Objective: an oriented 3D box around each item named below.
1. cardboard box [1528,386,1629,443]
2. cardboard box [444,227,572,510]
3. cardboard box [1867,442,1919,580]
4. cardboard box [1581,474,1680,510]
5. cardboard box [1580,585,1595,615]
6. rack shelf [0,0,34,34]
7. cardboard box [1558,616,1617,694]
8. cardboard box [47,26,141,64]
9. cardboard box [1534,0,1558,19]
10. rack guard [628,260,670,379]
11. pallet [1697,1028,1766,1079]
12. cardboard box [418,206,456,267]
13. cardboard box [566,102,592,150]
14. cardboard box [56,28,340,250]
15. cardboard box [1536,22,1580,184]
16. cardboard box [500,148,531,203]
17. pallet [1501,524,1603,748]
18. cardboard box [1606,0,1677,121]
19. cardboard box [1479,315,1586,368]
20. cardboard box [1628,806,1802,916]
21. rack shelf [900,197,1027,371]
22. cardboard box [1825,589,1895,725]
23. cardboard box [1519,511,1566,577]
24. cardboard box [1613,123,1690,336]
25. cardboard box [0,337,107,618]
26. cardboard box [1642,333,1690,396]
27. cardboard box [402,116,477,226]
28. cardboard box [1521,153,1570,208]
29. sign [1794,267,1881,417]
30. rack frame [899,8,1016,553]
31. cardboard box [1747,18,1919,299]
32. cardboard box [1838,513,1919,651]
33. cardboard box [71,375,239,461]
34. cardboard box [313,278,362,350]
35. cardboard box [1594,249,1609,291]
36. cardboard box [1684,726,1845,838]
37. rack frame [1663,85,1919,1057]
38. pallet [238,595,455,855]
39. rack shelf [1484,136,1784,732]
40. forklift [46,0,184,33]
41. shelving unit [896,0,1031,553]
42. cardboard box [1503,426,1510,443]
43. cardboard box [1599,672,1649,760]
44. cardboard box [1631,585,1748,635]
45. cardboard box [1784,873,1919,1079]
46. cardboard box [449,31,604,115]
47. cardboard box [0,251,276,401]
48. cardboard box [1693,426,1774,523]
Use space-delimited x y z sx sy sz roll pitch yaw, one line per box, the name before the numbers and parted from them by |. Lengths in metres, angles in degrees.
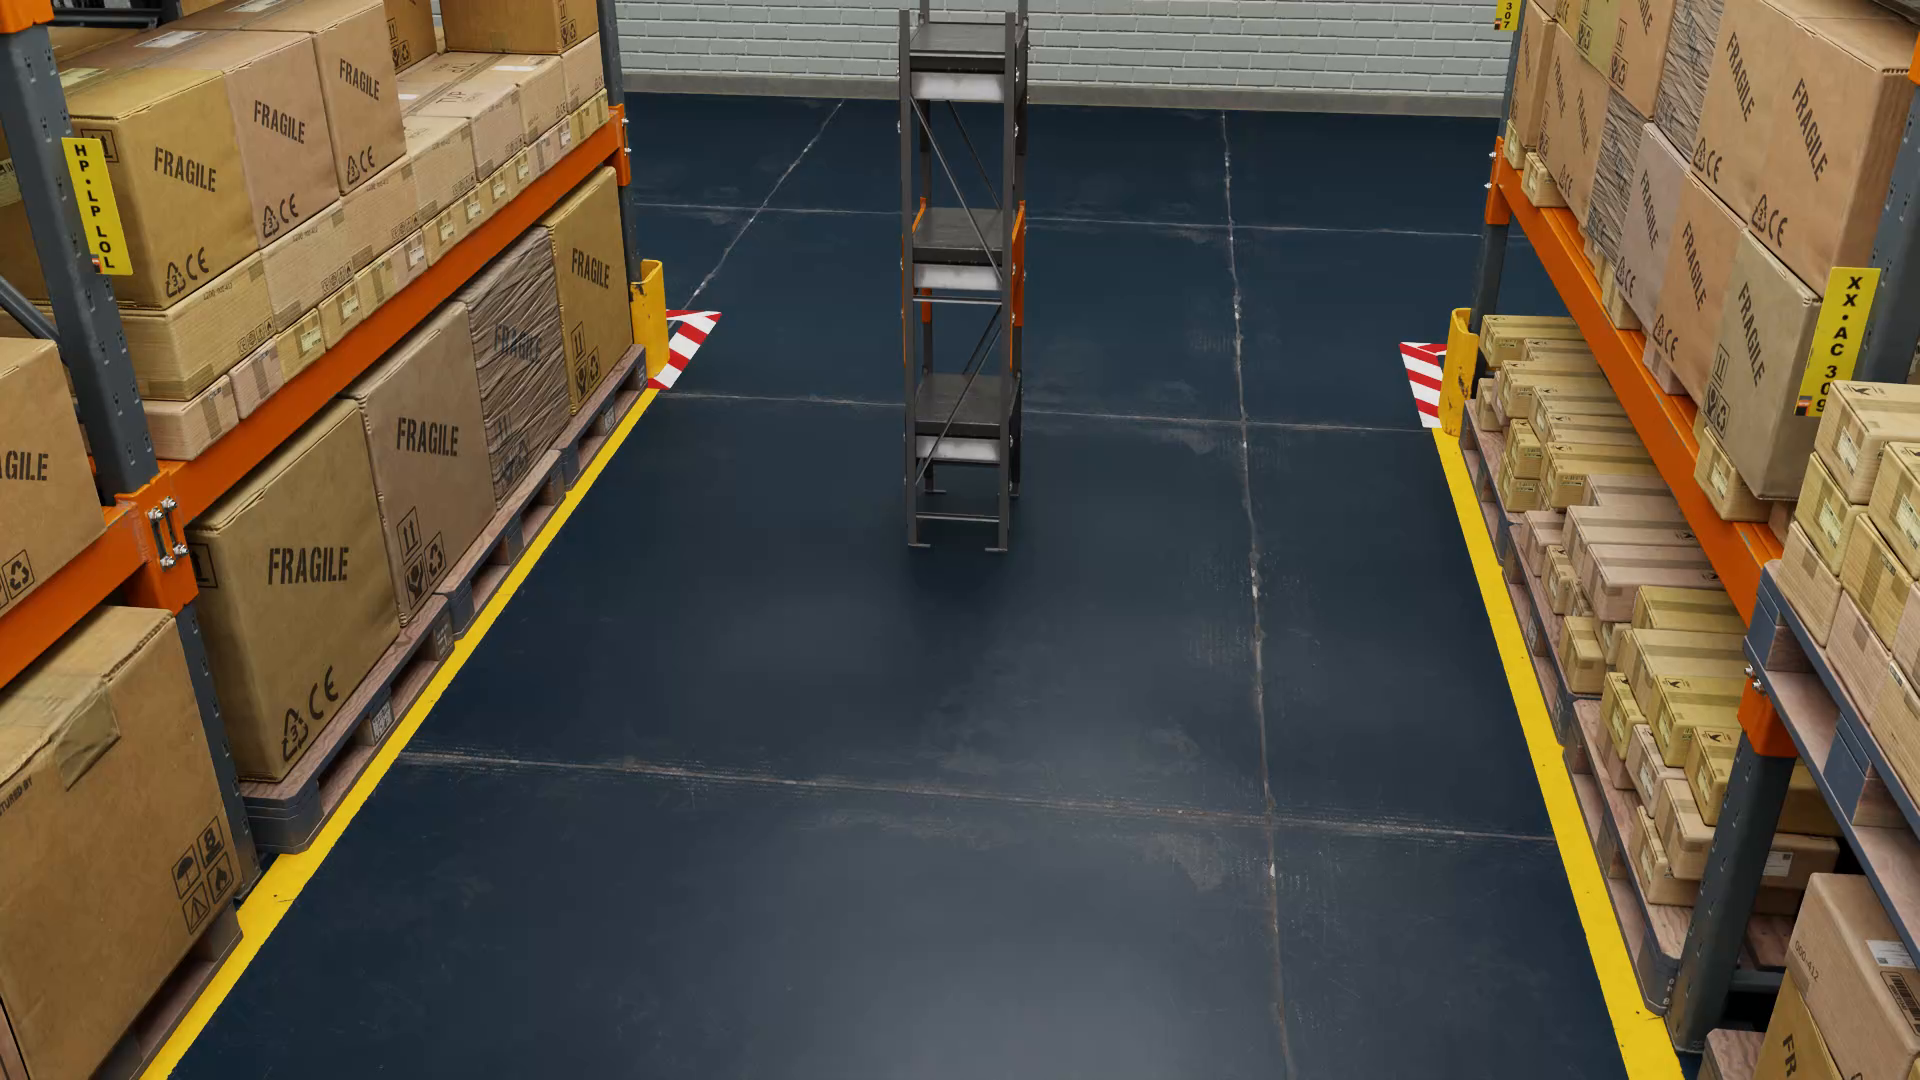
cardboard box | 2.416 -0.473 6.401 0.380 0.149 0.250 2 28 4
cardboard box | -2.183 -0.729 6.737 0.875 0.875 0.875 3 28 6
cardboard box | 1.815 -0.040 2.857 0.380 0.149 0.250 4 29 8
cardboard box | 2.359 -0.098 5.705 0.380 0.149 0.250 3 29 6
cardboard box | 2.300 0.164 5.532 0.380 0.149 0.250 2 28 4
rack shelf | -2.808 -0.393 1.912 1.077 0.370 4.000 3 28 6
cardboard box | 2.184 0.384 5.438 0.380 0.149 0.250 3 28 6
cardboard box | -2.706 -1.193 4.856 0.500 0.500 0.500 4 29 7
cardboard box | 2.519 -2.297 6.377 0.500 0.500 0.500 3 28 6
rack guard | -2.069 -1.124 8.309 1.175 0.500 0.348 3 28 6
pallet | 2.254 1.600 3.558 1.003 0.211 1.213 3 28 6
cardboard box | -2.007 -1.074 5.845 0.380 0.149 0.250 3 28 5
cardboard box | -1.819 -1.793 7.181 0.380 0.149 0.250 4 29 7
cardboard box | -2.182 -1.167 4.808 0.500 0.500 0.500 3 28 6
cardboard box | 2.468 -1.604 6.145 0.500 0.500 0.500 3 29 6
cardboard box | -1.913 -1.435 6.516 0.380 0.149 0.250 3 28 5
pallet | 2.542 0.339 5.898 1.003 0.211 1.213 3 28 6
cardboard box | 2.319 -1.575 5.038 0.500 0.500 0.500 2 28 5
cardboard box | 2.436 -0.842 7.087 0.380 0.149 0.250 2 28 4
cardboard box | 2.058 0.871 4.533 0.380 0.149 0.250 4 29 7
rack shelf | 0.020 -0.990 6.403 0.431 0.518 0.480 3 28 6
cardboard box | 1.815 0.221 3.000 0.380 0.149 0.250 4 29 7
cardboard box | 2.288 0.018 6.117 0.380 0.149 0.250 2 28 4
cardboard box | 2.254 -0.892 4.824 0.500 0.500 0.500 3 28 6
cardboard box | -2.349 -0.138 3.739 0.500 0.500 0.500 3 29 6
cardboard box | 2.225 -0.531 4.839 0.380 0.149 0.250 2 28 4
cardboard box | -2.053 -1.311 5.865 0.500 0.250 0.500 3 29 6
cardboard box | 2.397 -1.388 6.428 0.380 0.149 0.250 3 28 5
sign | 1.808 -0.404 3.424 0.100 0.325 0.005 3 28 6
rack frame | -0.010 -0.887 6.183 0.400 2.100 0.015 3 28 6
cardboard box | 2.137 -0.847 3.686 0.500 0.500 0.500 2 28 4
cardboard box | 1.813 0.081 2.946 0.380 0.149 0.250 3 28 5
cardboard box | -2.196 -0.340 4.483 0.380 0.149 0.250 3 29 6
cardboard box | -2.102 -0.711 5.173 0.380 0.149 0.250 3 28 5
cardboard box | 2.332 -0.896 5.516 0.380 0.149 0.250 4 29 8
cardboard box | 2.133 0.631 4.352 0.380 0.149 0.250 4 29 8
rack frame | 2.348 0.005 3.577 1.000 3.000 0.127 3 28 6
pallet | -2.392 0.544 5.518 1.003 0.211 1.213 3 28 6
rack shelf | 2.593 -0.619 5.495 1.077 0.370 4.000 3 28 6
forklift | -4.414 -2.352 8.025 1.130 2.935 3.031 1 28 3
shelving unit | 0.020 -1.002 6.397 0.431 2.100 0.503 3 28 6
cardboard box | 2.505 -0.451 6.988 0.380 0.149 0.250 3 28 6
cardboard box | 2.107 0.523 4.867 0.380 0.149 0.250 2 28 4
cardboard box | 2.258 0.273 5.016 0.380 0.149 0.250 4 29 8
cardboard box | 1.995 0.923 3.276 0.500 0.250 0.500 2 28 4
cardboard box | -1.868 -2.035 7.209 0.500 0.250 0.500 3 28 5
cardboard box | -2.245 -0.601 4.548 0.500 0.250 0.500 3 28 5
cardboard box | 2.074 -0.160 4.149 0.380 0.149 0.250 3 28 5
